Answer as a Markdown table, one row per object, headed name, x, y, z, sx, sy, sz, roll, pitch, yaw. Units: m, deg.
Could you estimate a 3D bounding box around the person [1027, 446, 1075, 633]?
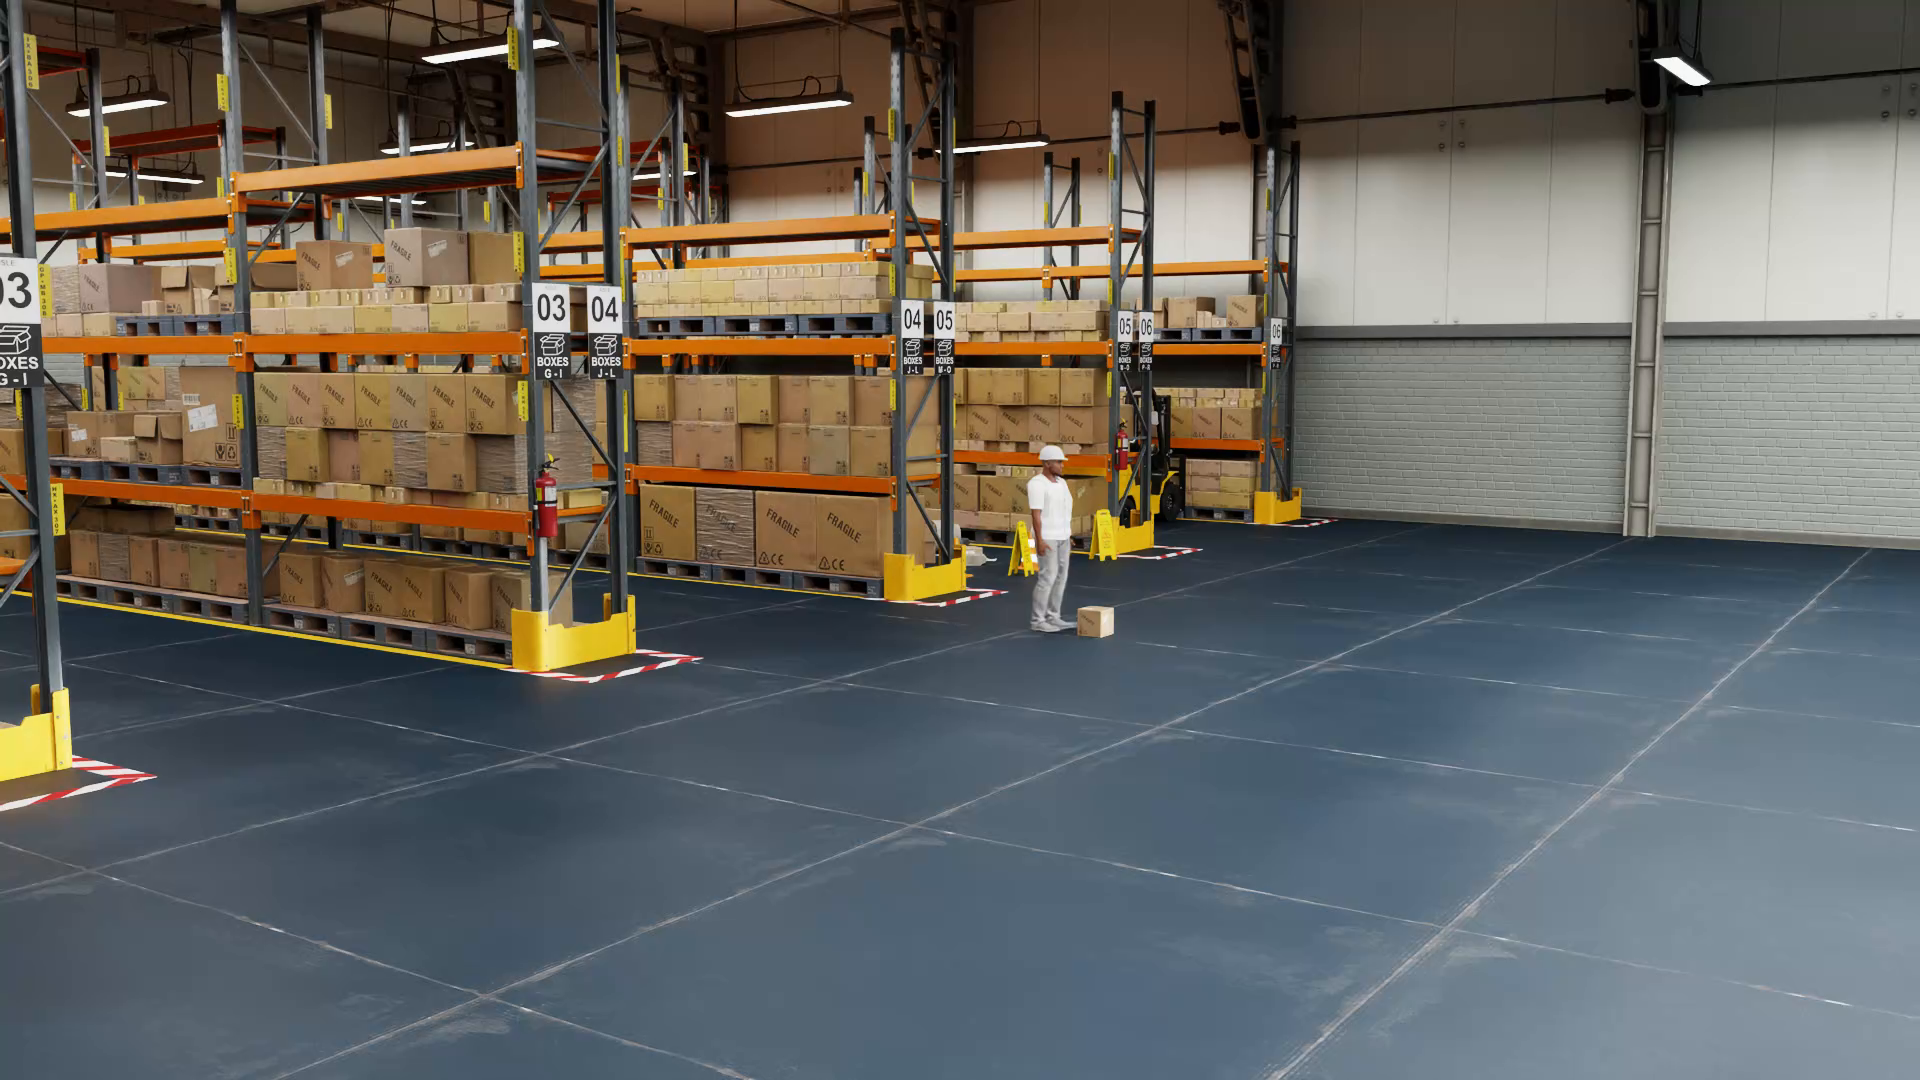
| name | x | y | z | sx | sy | sz | roll | pitch | yaw |
| --- | --- | --- | --- | --- | --- | --- | --- | --- | --- |
| person | 0.876 | -0.015 | 15.839 | 0.360 | 1.759 | 0.563 | 4 | 8 | 35 |
